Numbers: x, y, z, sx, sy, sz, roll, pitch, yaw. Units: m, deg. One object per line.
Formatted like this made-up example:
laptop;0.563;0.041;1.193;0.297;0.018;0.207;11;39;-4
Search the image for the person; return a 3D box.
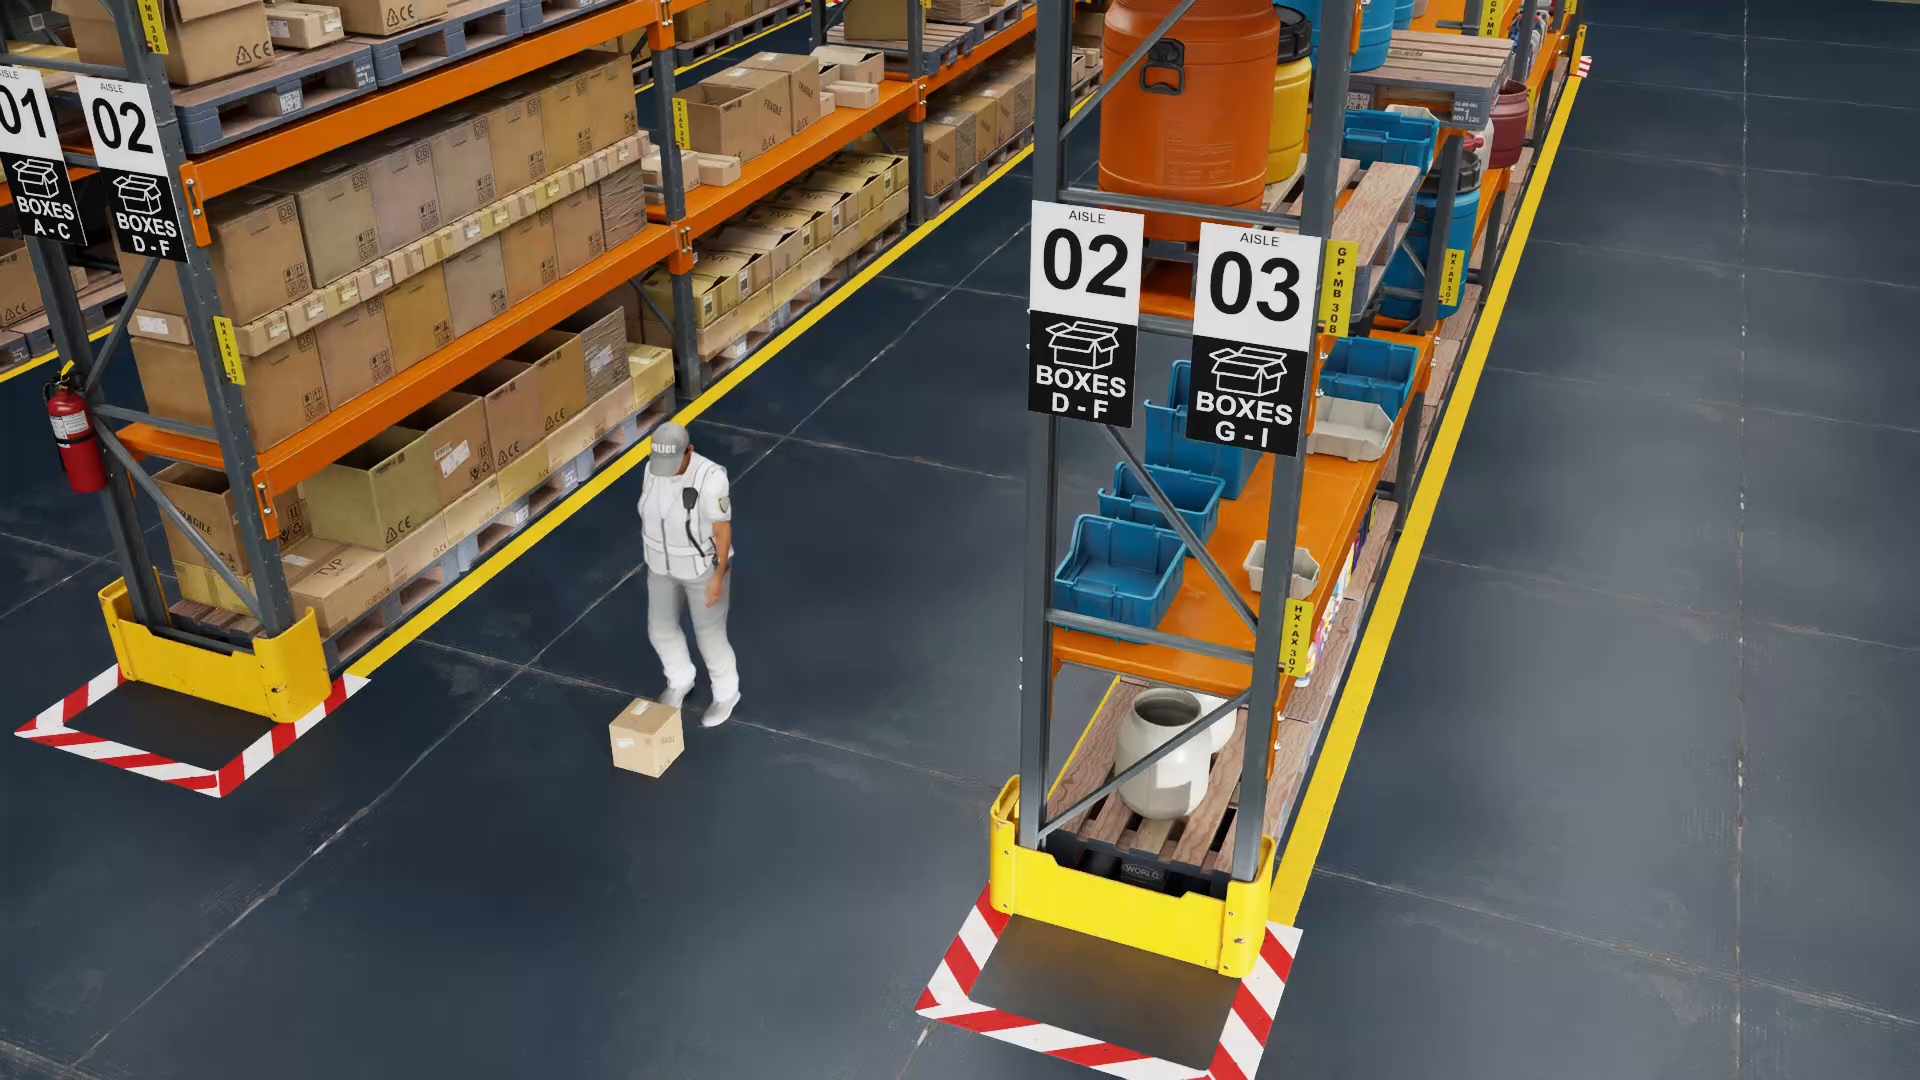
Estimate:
person;-1.327;0.148;8.164;0.483;1.643;0.429;12;32;20
